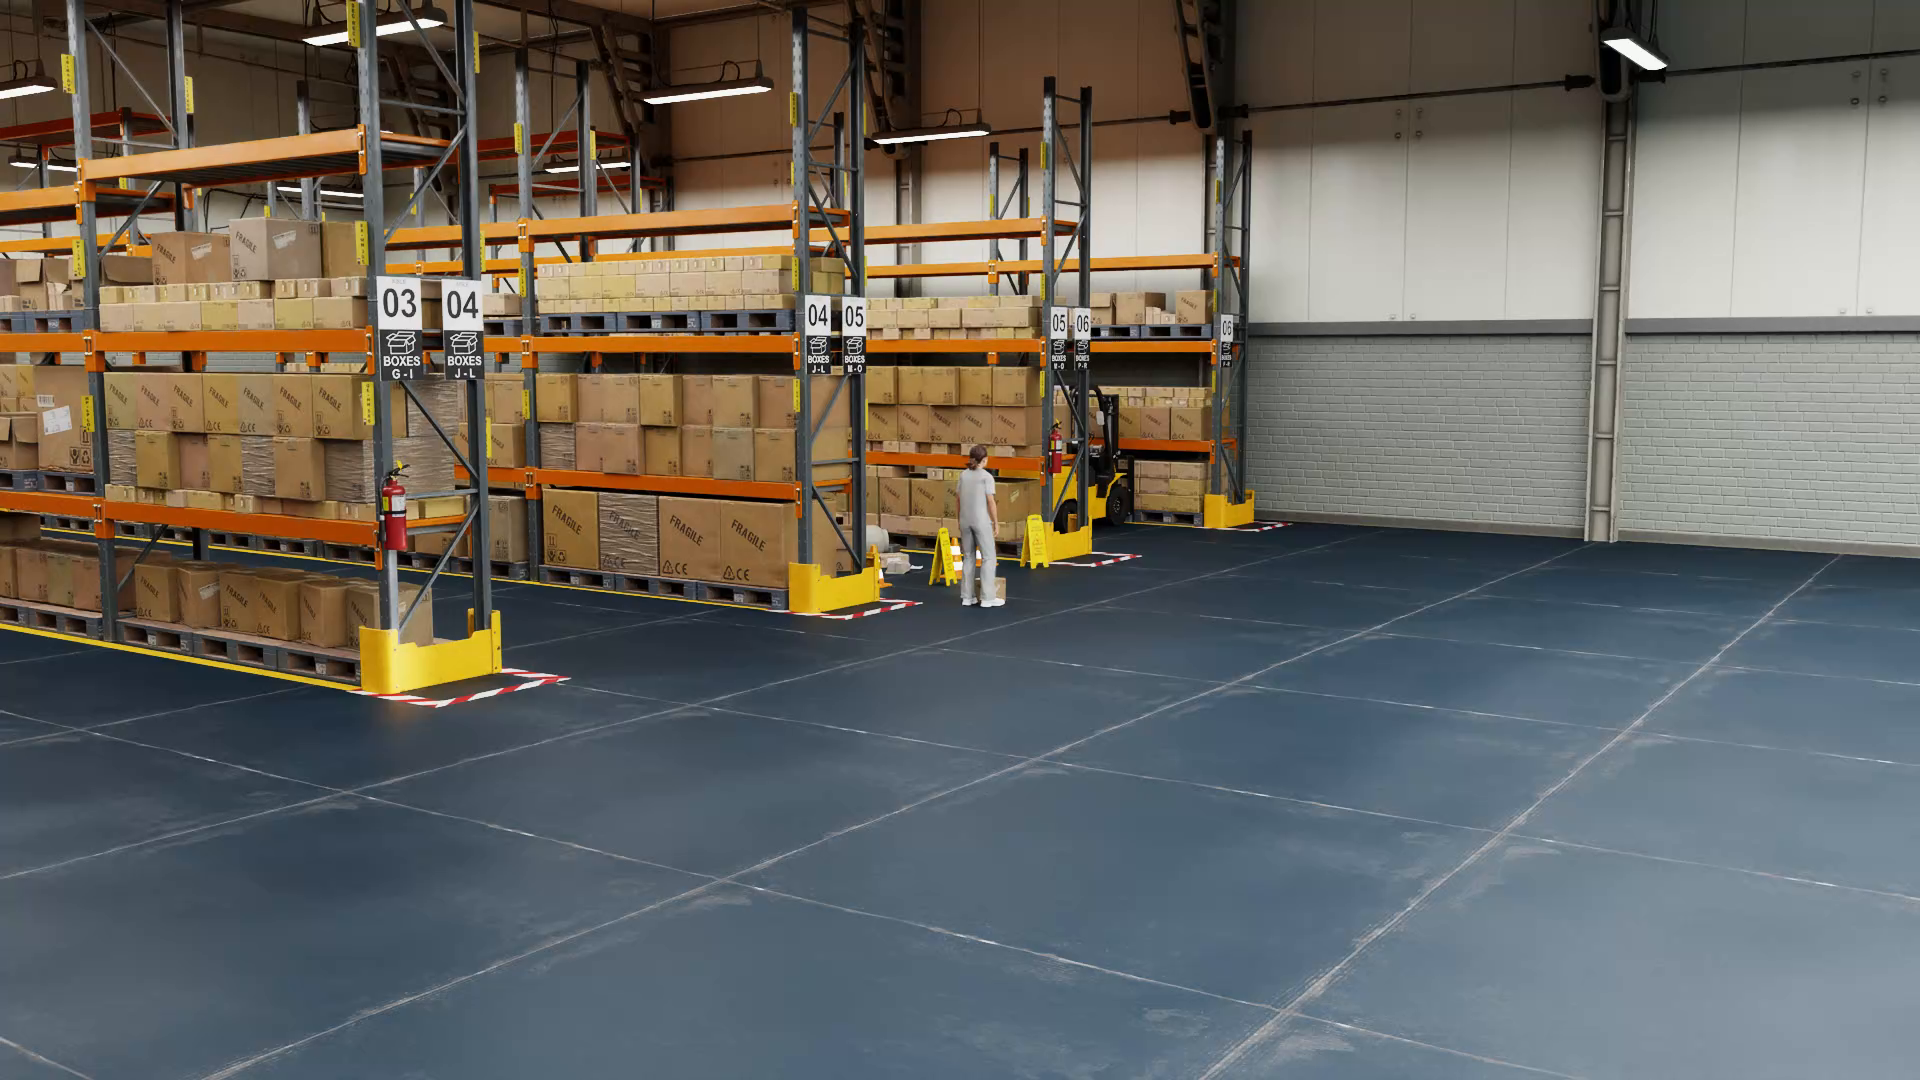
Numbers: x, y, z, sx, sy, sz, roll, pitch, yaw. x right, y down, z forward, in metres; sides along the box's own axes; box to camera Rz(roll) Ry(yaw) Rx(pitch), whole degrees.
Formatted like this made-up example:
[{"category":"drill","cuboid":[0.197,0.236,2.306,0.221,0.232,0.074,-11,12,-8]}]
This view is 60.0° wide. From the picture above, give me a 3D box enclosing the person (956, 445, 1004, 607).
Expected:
[{"category":"person","cuboid":[0.184,-0.151,17.317,0.490,1.673,0.354,4,8,33]}]
